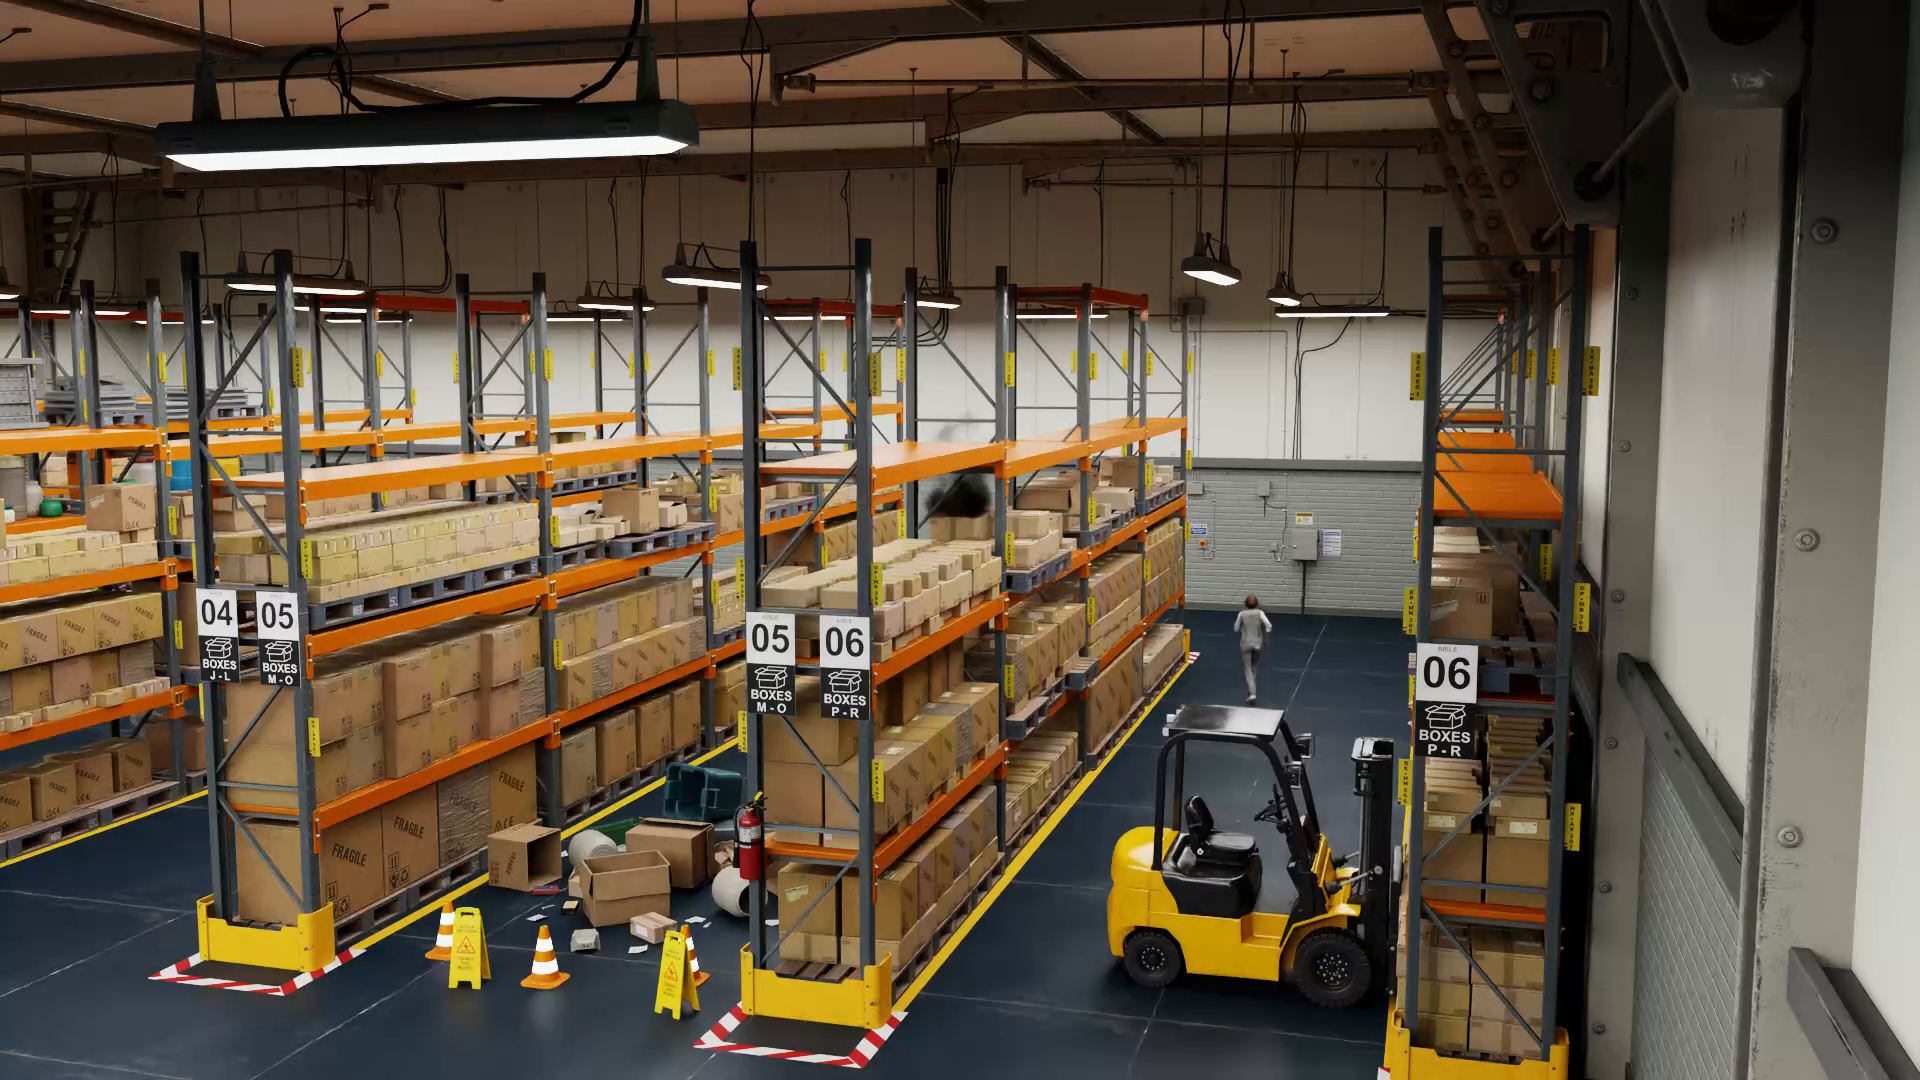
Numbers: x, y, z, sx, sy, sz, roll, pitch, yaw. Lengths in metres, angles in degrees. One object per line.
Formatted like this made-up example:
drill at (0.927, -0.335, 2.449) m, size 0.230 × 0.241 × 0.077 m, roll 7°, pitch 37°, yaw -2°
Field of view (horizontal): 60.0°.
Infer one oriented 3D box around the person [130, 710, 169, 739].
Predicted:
person at (-10.634, 1.926, 21.745) m, size 0.610 × 1.624 × 0.597 m, roll 2°, pitch 7°, yaw 16°

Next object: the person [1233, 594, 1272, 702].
person at (4.309, 1.619, 24.573) m, size 0.502 × 1.643 × 0.801 m, roll 0°, pitch 6°, yaw -3°
